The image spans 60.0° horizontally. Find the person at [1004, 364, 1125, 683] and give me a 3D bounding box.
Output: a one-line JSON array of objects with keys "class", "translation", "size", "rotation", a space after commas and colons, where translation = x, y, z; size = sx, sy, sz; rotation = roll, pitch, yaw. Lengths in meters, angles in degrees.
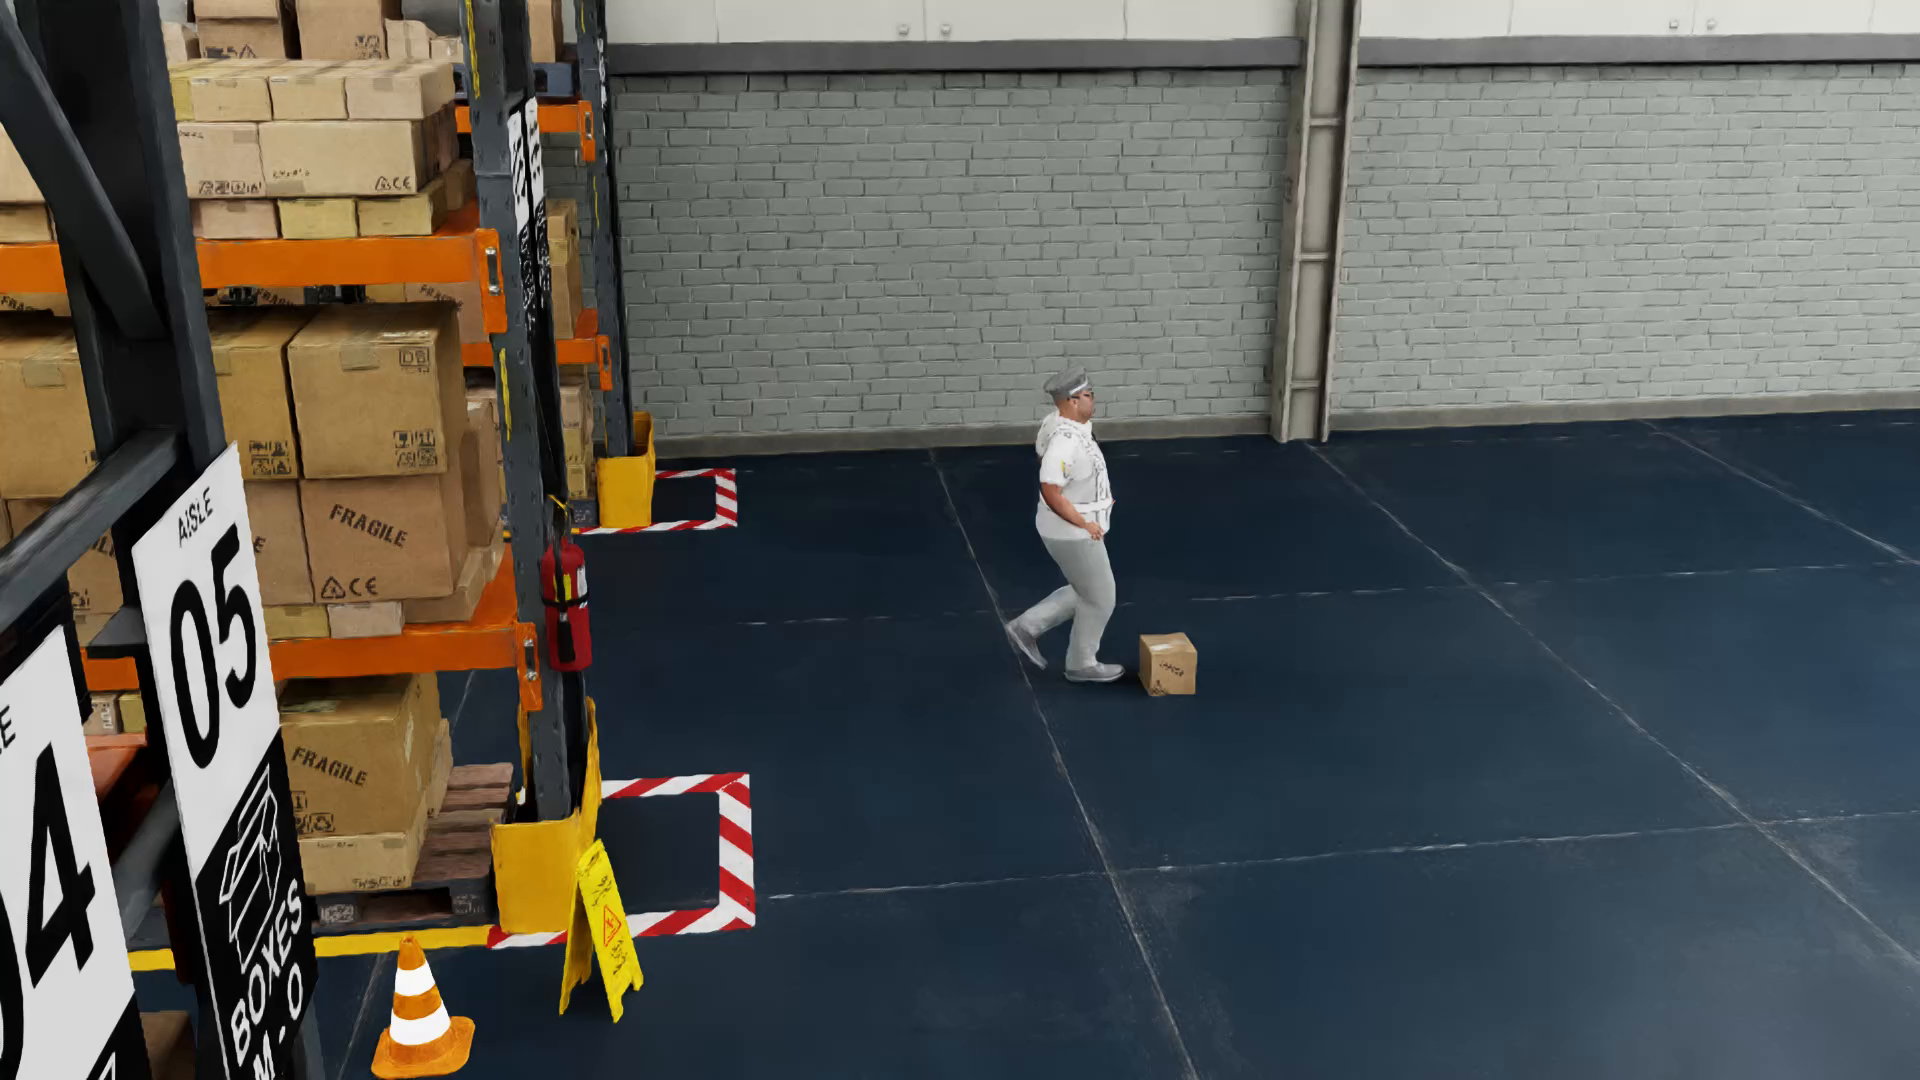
[{"class": "person", "translation": [0.577, -0.073, 8.763], "size": [0.639, 1.745, 0.678], "rotation": [-1, 20, -2]}]
